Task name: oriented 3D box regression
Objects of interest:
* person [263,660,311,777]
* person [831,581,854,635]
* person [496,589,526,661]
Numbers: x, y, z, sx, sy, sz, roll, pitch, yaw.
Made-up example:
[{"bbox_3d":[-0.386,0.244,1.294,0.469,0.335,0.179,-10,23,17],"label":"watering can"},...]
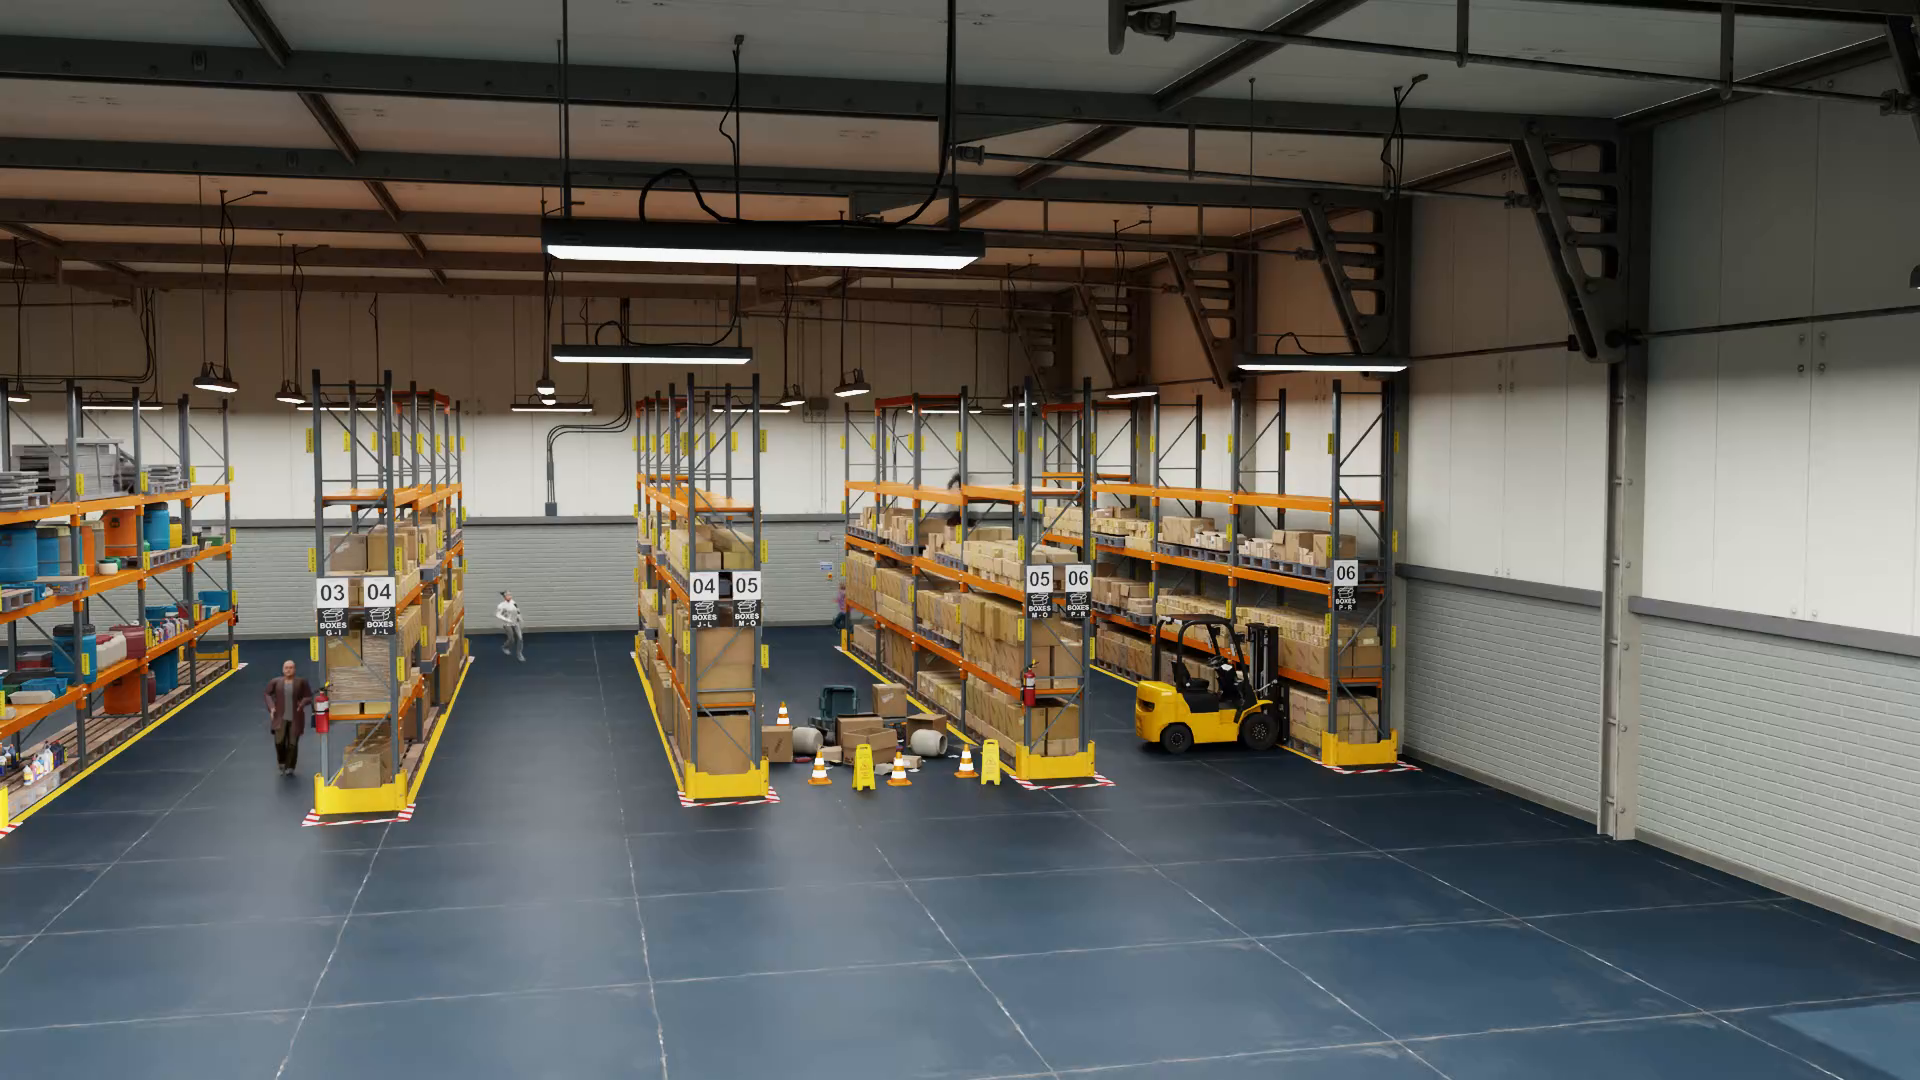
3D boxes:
[{"bbox_3d":[-10.066,2.684,24.908,0.680,1.751,0.696,-1,4,-21],"label":"person"},{"bbox_3d":[-2.925,1.813,41.665,0.643,1.589,0.540,0,3,2],"label":"person"},{"bbox_3d":[-10.453,1.976,38.520,0.762,1.690,0.663,3,4,41],"label":"person"}]
